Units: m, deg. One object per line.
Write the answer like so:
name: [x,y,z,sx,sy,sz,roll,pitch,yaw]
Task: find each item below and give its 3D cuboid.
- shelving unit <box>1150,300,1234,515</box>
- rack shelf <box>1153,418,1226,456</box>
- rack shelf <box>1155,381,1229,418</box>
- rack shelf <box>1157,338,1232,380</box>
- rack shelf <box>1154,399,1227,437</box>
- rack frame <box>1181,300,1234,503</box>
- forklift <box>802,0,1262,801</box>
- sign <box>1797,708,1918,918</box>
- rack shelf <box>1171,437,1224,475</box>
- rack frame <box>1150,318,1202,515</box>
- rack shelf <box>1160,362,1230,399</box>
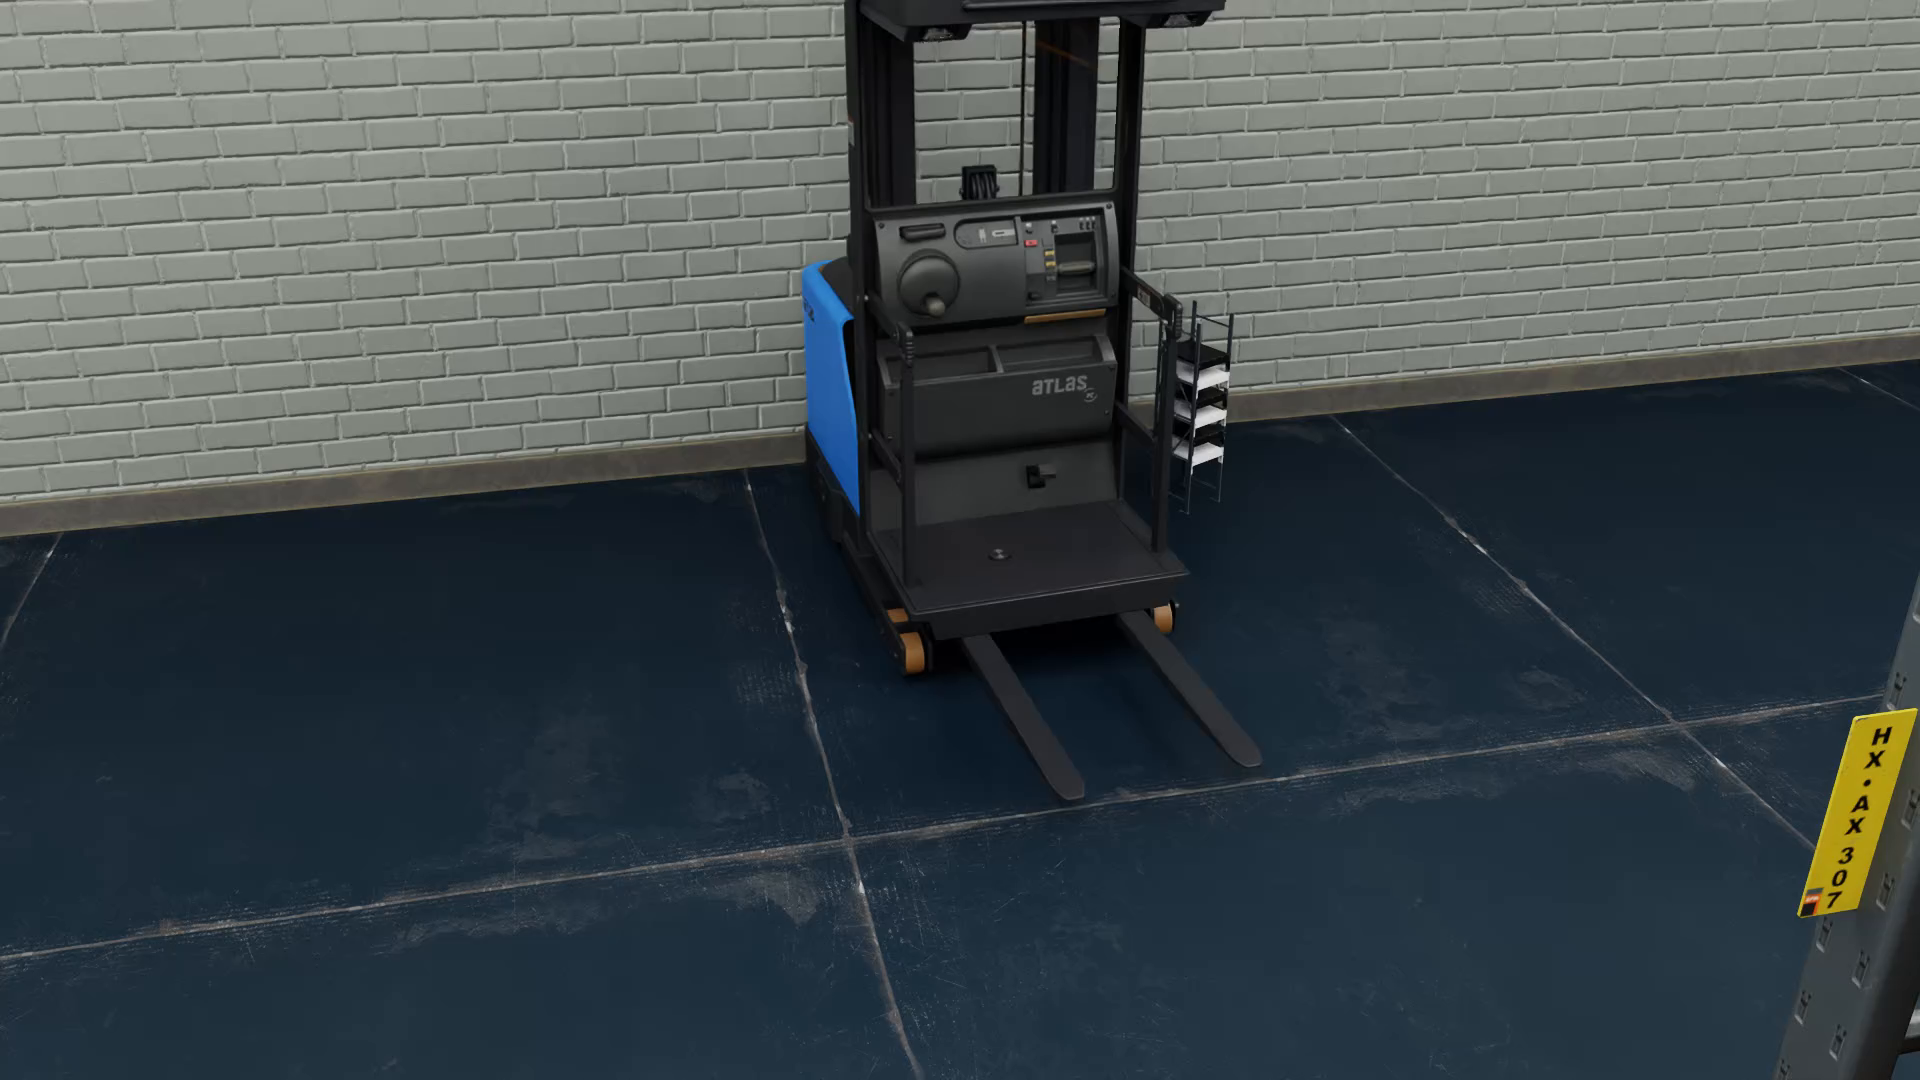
shelving unit: [1.028,-0.586,7.413,0.210,0.900,0.258,-20,33,-34]
rack shelf: [1.028,-0.476,7.468,0.200,0.077,0.258,-20,33,-34]
rack shelf: [1.028,-0.637,7.387,0.200,0.077,0.258,-20,33,-34]
rack shelf: [1.028,-0.798,7.306,0.200,0.077,0.258,-20,33,-34]
rack shelf: [1.028,-0.556,7.428,0.200,0.077,0.258,-20,33,-34]
rack frame: [1.107,-0.615,7.470,0.006,0.900,0.240,-20,33,-34]
forklift: [0.209,-0.999,5.977,1.130,2.935,3.031,-8,28,-15]
sign: [1.203,0.370,2.228,0.100,0.325,0.005,-6,27,-12]
rack shelf: [1.028,-0.396,7.509,0.200,0.077,0.258,-20,33,-34]
rack frame: [0.949,-0.557,7.355,0.006,0.900,0.240,-20,33,-34]
rack shelf: [1.028,-0.717,7.347,0.200,0.077,0.258,-20,33,-34]
